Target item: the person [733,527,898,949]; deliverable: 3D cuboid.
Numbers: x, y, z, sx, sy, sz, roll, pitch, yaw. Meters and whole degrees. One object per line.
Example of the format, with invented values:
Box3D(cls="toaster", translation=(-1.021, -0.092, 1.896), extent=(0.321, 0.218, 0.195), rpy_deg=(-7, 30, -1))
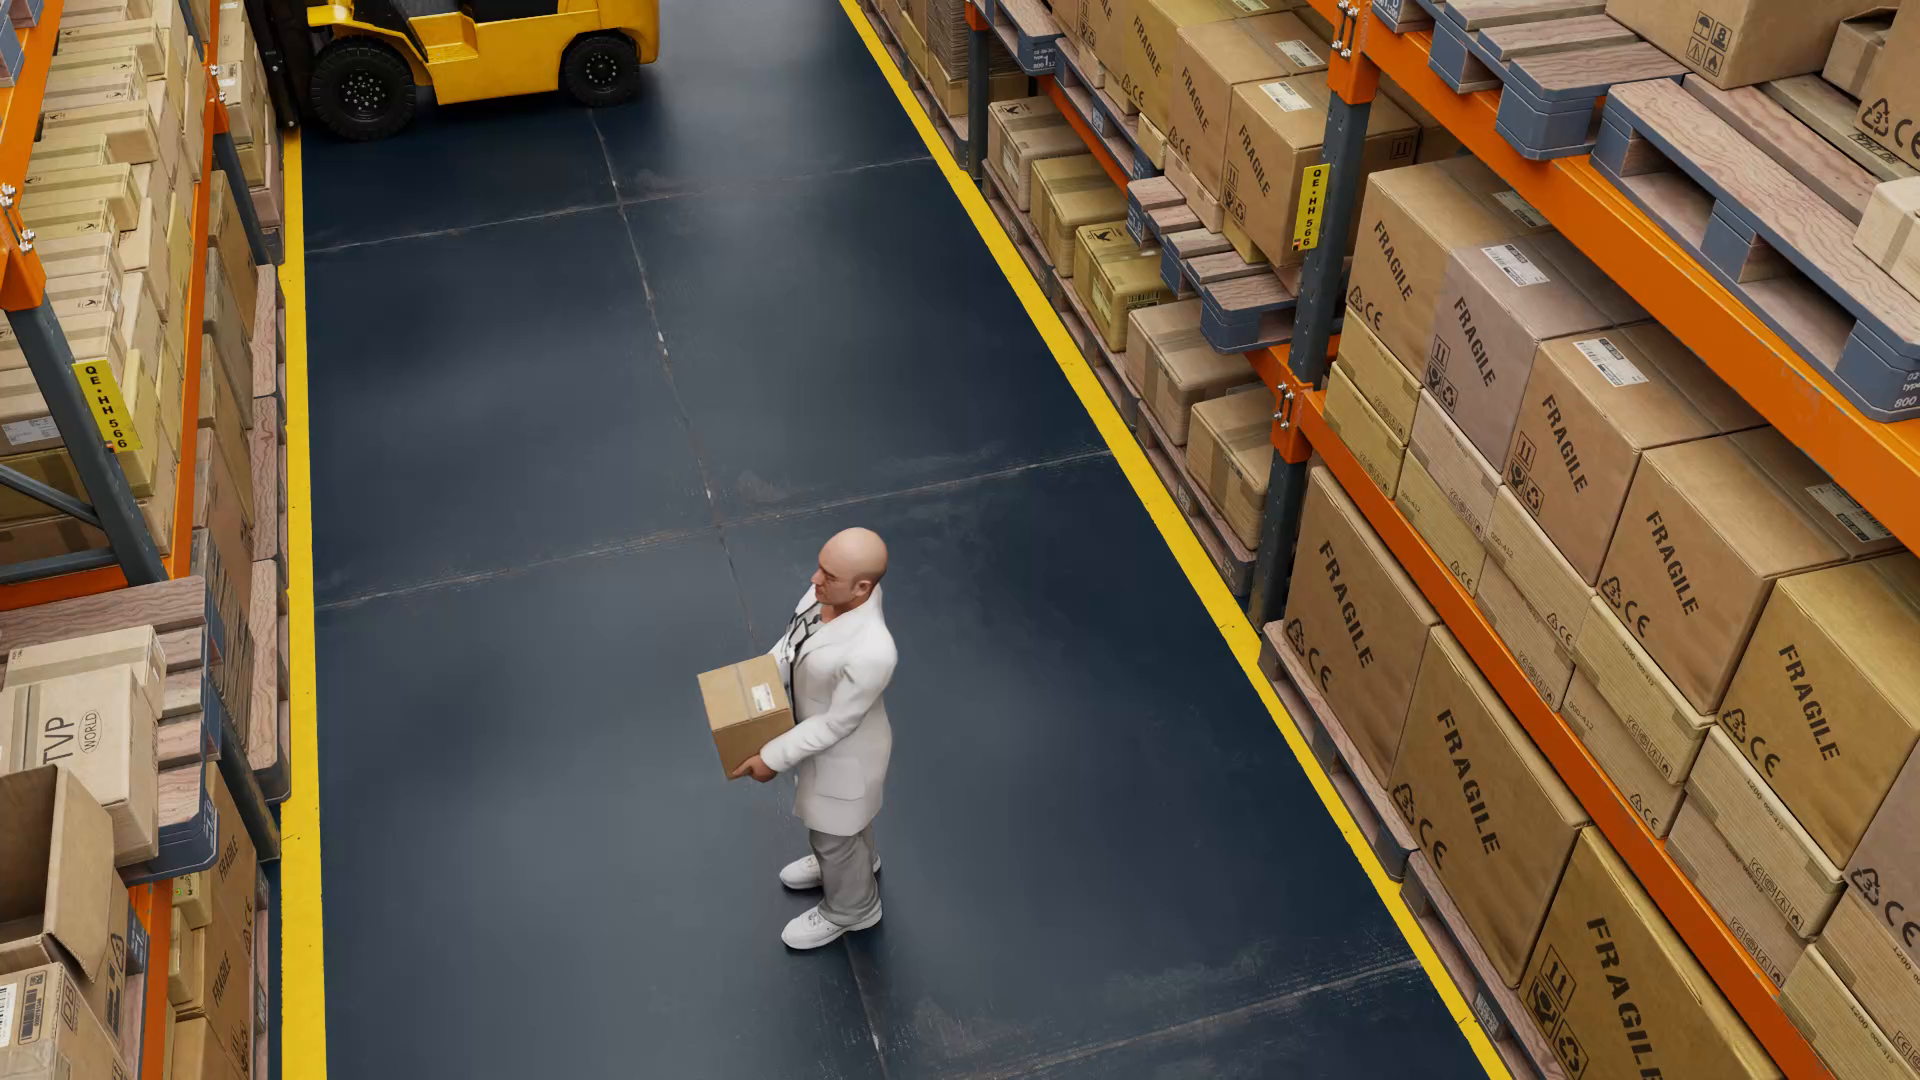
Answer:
Box3D(cls="person", translation=(-0.487, 0.664, 5.430), extent=(0.555, 1.769, 0.517), rpy_deg=(-11, 43, -13))
